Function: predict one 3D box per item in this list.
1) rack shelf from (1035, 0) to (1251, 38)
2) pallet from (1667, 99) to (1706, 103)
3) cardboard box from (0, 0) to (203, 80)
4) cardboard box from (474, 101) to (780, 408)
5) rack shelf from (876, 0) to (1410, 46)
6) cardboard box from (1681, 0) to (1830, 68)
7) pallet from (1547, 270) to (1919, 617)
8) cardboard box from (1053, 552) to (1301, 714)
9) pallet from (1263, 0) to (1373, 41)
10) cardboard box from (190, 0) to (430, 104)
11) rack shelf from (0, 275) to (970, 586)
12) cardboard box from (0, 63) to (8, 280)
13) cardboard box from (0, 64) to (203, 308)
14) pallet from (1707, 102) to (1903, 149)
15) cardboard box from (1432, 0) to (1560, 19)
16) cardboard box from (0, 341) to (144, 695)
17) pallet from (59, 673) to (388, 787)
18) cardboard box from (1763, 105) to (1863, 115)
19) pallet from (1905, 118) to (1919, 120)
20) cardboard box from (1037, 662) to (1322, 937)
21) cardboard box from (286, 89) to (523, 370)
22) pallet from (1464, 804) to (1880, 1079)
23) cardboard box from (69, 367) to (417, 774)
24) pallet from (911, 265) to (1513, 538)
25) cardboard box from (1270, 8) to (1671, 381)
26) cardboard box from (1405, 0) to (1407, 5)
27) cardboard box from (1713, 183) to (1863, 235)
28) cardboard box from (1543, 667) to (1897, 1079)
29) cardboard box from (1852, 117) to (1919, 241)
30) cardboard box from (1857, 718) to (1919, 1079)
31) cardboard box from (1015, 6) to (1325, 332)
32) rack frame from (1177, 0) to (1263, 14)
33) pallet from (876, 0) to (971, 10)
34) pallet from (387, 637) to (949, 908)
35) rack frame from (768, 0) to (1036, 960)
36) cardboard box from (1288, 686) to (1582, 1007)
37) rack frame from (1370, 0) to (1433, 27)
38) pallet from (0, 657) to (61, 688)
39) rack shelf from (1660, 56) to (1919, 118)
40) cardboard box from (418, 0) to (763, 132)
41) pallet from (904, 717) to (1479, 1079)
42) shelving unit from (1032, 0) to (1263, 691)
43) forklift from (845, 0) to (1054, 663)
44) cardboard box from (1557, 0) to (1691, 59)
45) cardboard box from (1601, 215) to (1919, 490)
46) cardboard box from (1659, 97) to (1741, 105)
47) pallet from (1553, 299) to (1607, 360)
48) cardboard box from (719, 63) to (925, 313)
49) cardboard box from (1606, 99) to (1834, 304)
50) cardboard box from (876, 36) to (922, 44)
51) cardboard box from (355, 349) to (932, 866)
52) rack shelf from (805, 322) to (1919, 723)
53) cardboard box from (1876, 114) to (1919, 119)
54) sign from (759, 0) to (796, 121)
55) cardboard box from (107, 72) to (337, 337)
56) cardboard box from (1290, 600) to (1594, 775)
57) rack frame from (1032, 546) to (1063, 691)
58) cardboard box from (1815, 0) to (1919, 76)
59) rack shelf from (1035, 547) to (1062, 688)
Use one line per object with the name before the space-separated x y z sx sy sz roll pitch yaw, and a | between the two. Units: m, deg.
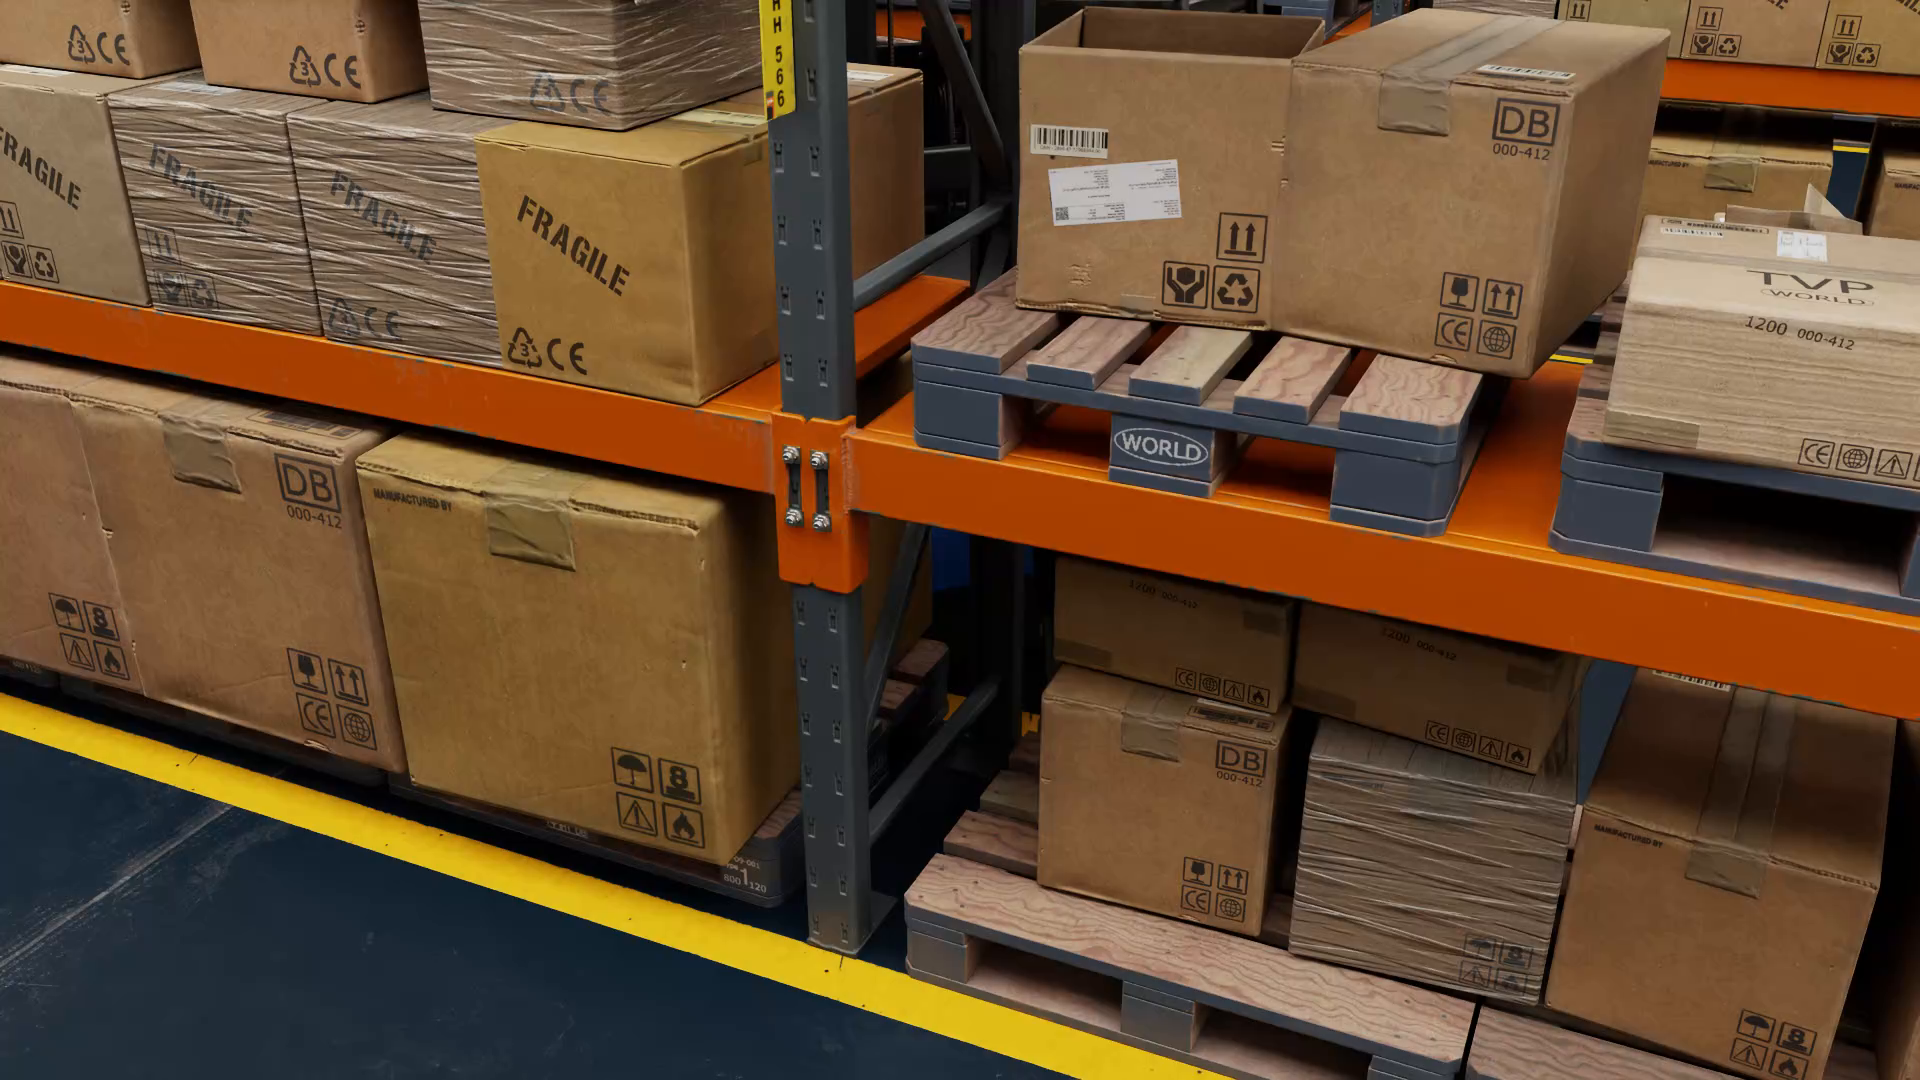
rack shelf | 0.412 -1.097 3.996 0.480 0.518 0.431 12 30 34
pallet | 4.723 -3.189 11.988 1.213 0.211 1.003 11 28 22
cardboard box | -1.954 -1.474 4.099 0.637 0.503 0.797 12 29 23
cardboard box | -0.641 -0.634 3.529 0.500 0.500 0.500 12 29 23
rack shelf | 0.235 -2.617 8.485 4.000 0.370 1.077 11 28 22
cardboard box | 3.276 -2.244 6.800 0.500 0.500 0.500 11 28 22
pallet | 1.730 -0.167 2.911 1.213 0.211 1.003 11 28 22
cardboard box | 0.533 0.099 3.635 0.500 0.250 0.500 13 29 24
pallet | 1.363 -2.576 7.803 1.003 0.211 1.213 11 28 22
cardboard box | -1.340 -1.354 3.855 0.637 0.503 0.797 12 29 23
rack shelf | -1.910 -0.642 4.472 4.000 0.370 1.077 11 28 22
cardboard box | -2.502 -1.007 4.286 0.500 0.500 0.500 11 28 21
cardboard box | -2.029 -0.915 4.099 0.500 0.500 0.500 12 29 23
pallet | 5.830 -2.965 11.534 1.213 0.211 1.003 11 28 22
cardboard box | 2.353 -2.429 7.174 0.500 0.500 0.500 12 29 22
cardboard box | -2.326 -0.293 4.879 0.875 0.875 1.225 10 28 20
pallet | -1.882 0.254 4.994 1.213 0.211 1.003 11 28 22
cardboard box | 5.886 -3.213 11.379 0.625 0.372 0.950 12 29 23
pallet | 6.945 -2.743 11.082 1.213 0.211 1.003 11 28 22
cardboard box | 0.529 0.440 3.792 0.500 0.500 0.700 10 28 19
cardboard box | -1.093 -0.728 3.719 0.500 0.500 0.500 11 28 21
pallet | 1.728 1.020 3.440 1.213 0.211 1.003 11 28 22
cardboard box | -1.517 -0.134 4.557 0.875 0.875 1.225 11 28 22
pallet | 0.603 -0.425 3.435 1.003 0.211 1.213 11 28 22
cardboard box | 0.968 -0.687 3.162 0.500 0.500 0.700 16 30 29
cardboard box | 3.418 -3.978 12.364 0.875 0.875 0.875 11 28 21
cardboard box | 1.540 -0.530 3.108 0.258 0.266 0.396 11 28 20
cardboard box | 1.558 0.637 3.392 0.500 0.500 0.700 14 29 26
cardboard box | 4.218 -1.277 7.020 0.750 0.750 1.050 11 28 22
cardboard box | 2.066 0.739 3.185 0.500 0.500 0.700 9 28 17
cardboard box | 0.419 -0.749 3.287 0.500 0.500 0.500 8 27 15
rack frame | 0.669 -0.433 4.149 0.015 2.100 0.400 12 30 34
pallet | 0.237 -2.834 8.327 1.213 0.211 1.003 11 28 22
pallet | -0.776 0.478 4.540 1.213 0.211 1.003 11 28 22
rack frame | -0.089 -0.599 3.570 0.127 3.000 1.000 11 28 22
cardboard box | 1.039 0.536 3.597 0.500 0.500 0.700 9 28 18
rack frame | 2.056 -2.574 7.583 0.127 3.000 1.000 11 28 22
pallet | -2.997 0.032 5.446 1.213 0.211 1.003 11 28 22
rack shelf | 3.876 -1.886 6.999 4.000 0.370 1.077 11 28 22
cardboard box | -0.748 -1.234 3.611 0.637 0.503 0.797 12 29 24
pallet | 0.621 0.796 3.894 1.213 0.211 1.003 11 28 22
shelving unit | 0.471 -0.477 4.284 0.503 2.100 0.431 12 30 34
forklift | -0.222 -1.573 5.627 1.130 2.935 3.031 -10 28 -19
cardboard box | 2.817 -2.337 6.987 0.500 0.500 0.500 11 28 21
cardboard box | 1.341 -0.321 2.700 0.500 0.250 0.500 11 28 20
cardboard box | 5.198 -3.354 11.665 0.625 0.372 0.950 11 28 21
pallet | 2.742 -1.149 7.845 1.213 0.211 1.003 11 28 22
cardboard box | -0.419 -0.842 3.951 0.500 0.500 0.500 12 29 23
cardboard box | 3.370 -1.448 7.366 0.750 0.750 1.050 12 29 23
cardboard box | -0.340 -2.575 9.090 0.500 0.250 0.500 13 29 24
cardboard box | -0.709 0.032 4.220 0.875 0.875 1.225 10 28 19
rack shelf | 1.731 0.090 2.986 4.000 0.370 1.077 11 28 22
cardboard box | 6.520 -3.086 11.122 0.625 0.372 0.950 13 29 25
sign | -0.316 -0.894 2.860 0.005 0.325 0.100 11 28 22
cardboard box | -1.567 -0.821 3.909 0.500 0.500 0.500 10 28 20
cardboard box | 1.020 0.192 3.446 0.500 0.250 0.500 15 30 28
rack frame | 0.272 -0.521 4.419 0.015 2.100 0.400 12 30 34
cardboard box | 3.728 -2.152 6.613 0.500 0.500 0.500 11 28 21
rack shelf | 0.532 0.168 4.584 0.480 0.518 0.431 12 30 34
